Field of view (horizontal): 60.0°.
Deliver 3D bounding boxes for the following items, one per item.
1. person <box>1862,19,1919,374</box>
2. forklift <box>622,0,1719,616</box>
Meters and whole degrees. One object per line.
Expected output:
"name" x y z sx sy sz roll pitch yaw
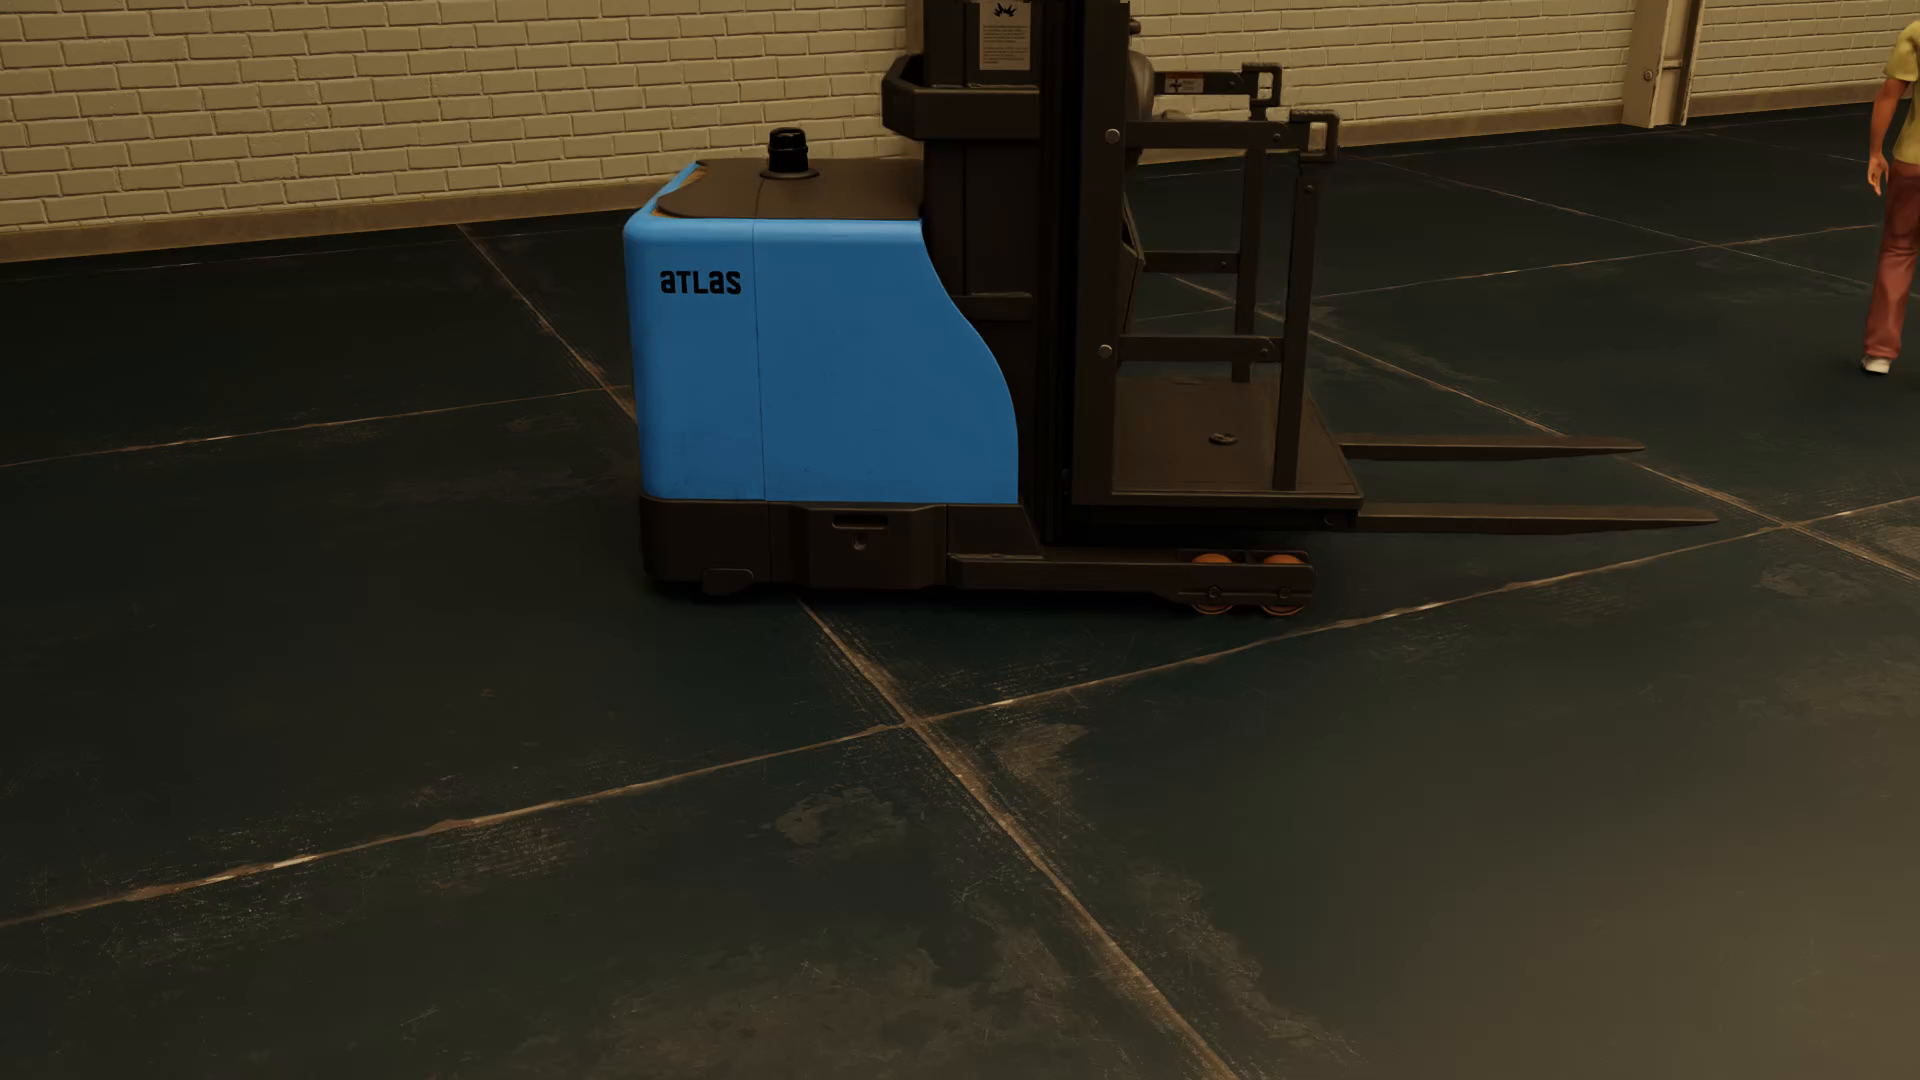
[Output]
"person" 3.775 -1.421 6.373 0.538 1.690 0.479 18 29 37
"forklift" 0.629 -1.352 4.541 3.031 2.935 1.130 1 23 2
